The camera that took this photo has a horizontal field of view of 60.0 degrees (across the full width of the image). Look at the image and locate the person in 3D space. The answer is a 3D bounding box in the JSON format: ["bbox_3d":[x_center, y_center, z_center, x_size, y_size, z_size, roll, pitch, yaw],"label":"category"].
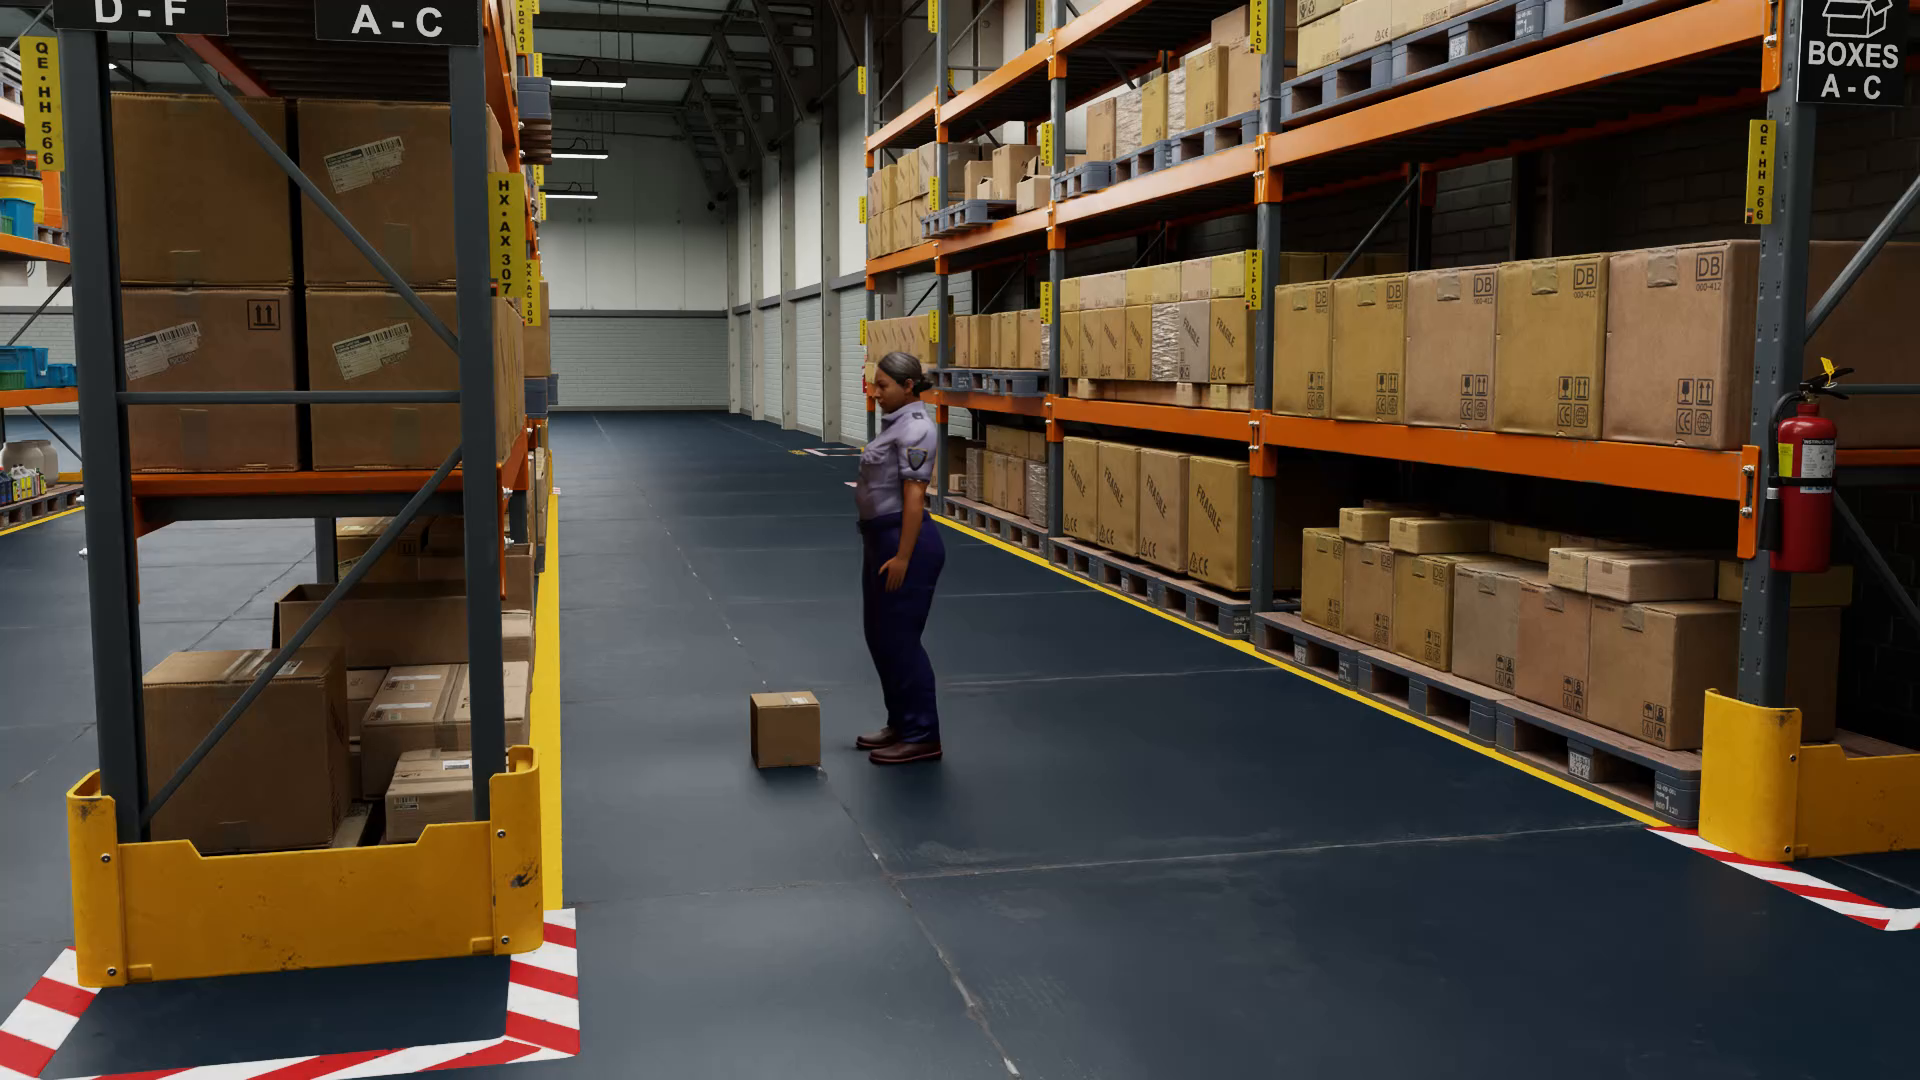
[{"bbox_3d":[-0.242,0.063,6.713,0.341,1.642,0.470,-1,6,-13],"label":"person"}]
